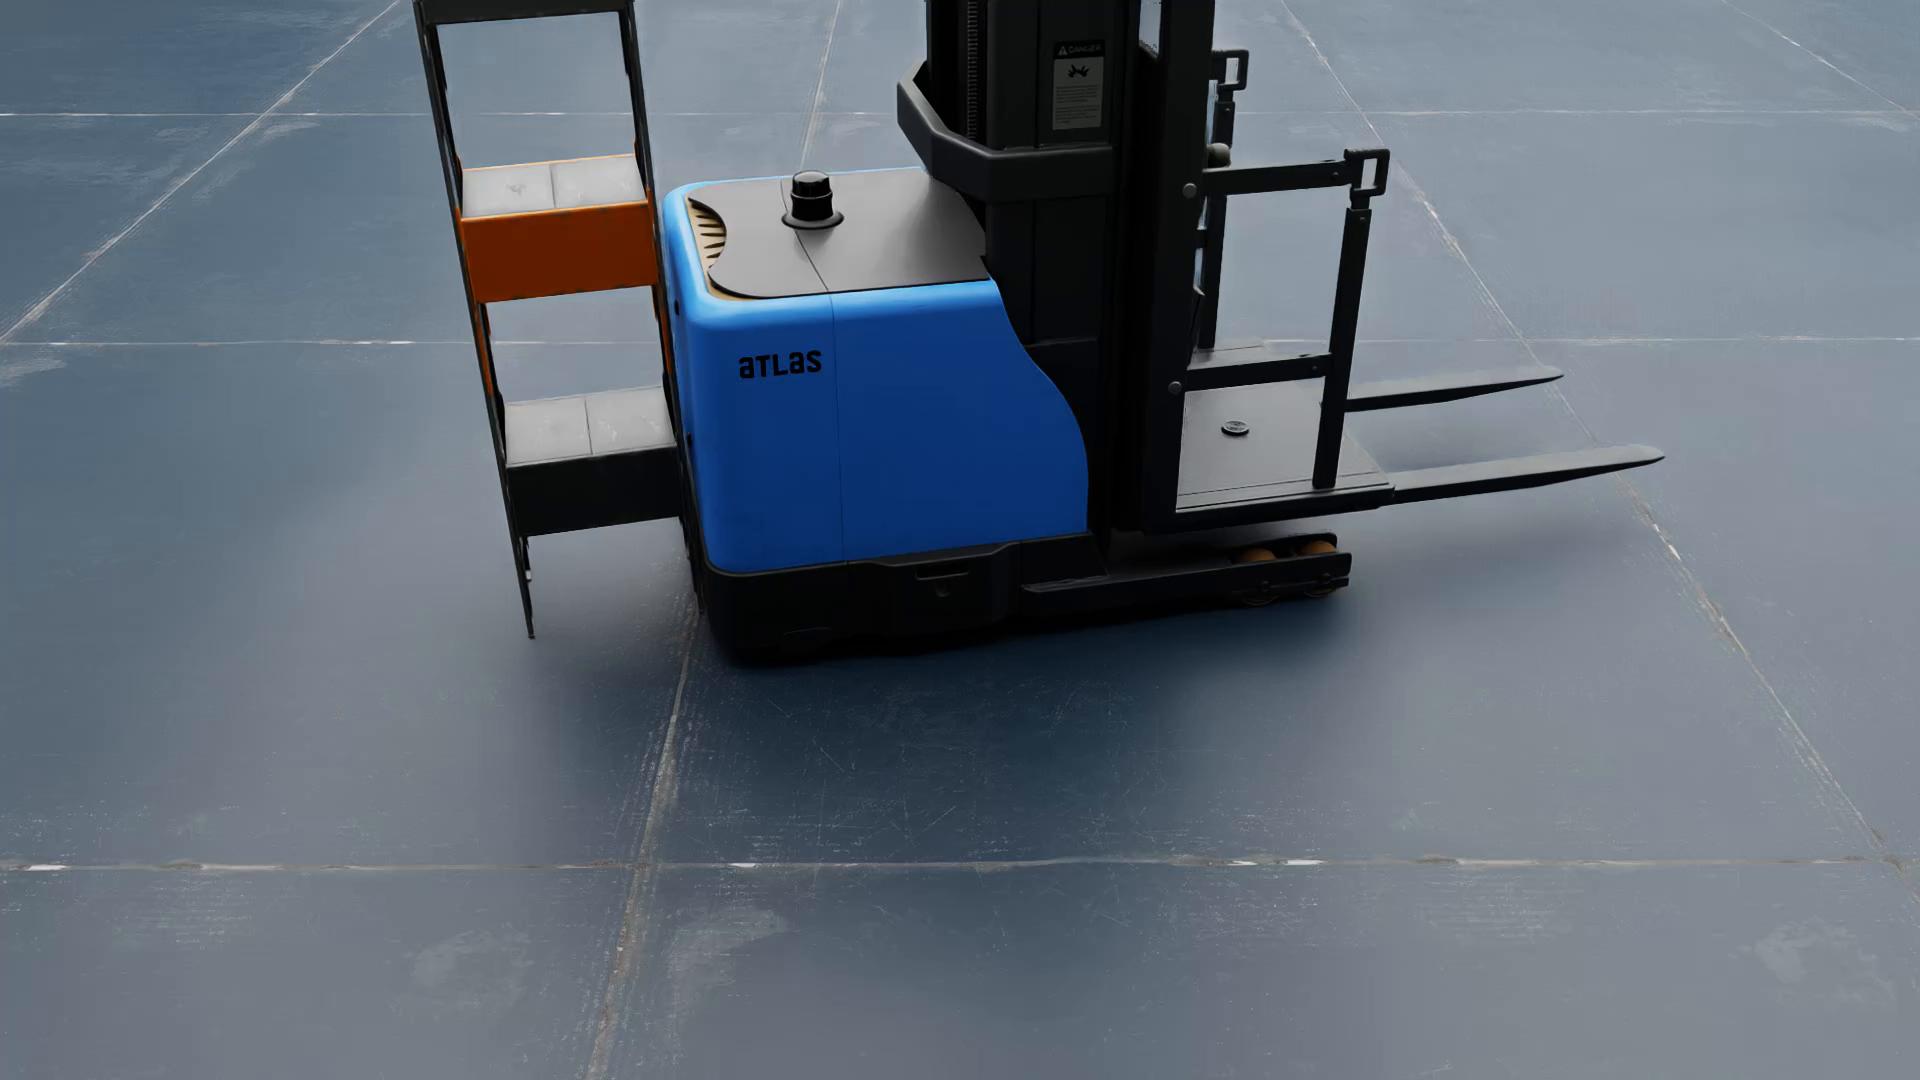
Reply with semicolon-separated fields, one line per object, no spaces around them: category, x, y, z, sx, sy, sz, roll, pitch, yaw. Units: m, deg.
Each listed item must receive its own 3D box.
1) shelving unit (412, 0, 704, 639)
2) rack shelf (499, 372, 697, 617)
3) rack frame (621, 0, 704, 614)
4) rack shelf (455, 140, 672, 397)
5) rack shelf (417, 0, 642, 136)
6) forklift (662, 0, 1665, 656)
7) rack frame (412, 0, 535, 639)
shelving unit;-1.060;-0.746;4.447;0.503;2.100;0.431;-8;32;-12
rack shelf;-1.048;-0.138;4.820;0.480;0.518;0.431;-8;32;-12
rack frame;-0.823;-0.780;4.496;0.015;2.100;0.400;-8;32;-12
rack shelf;-1.060;-0.734;4.454;0.480;0.518;0.431;-8;32;-12
rack shelf;-1.071;-1.331;4.089;0.480;0.518;0.431;-8;32;-12
forklift;0.683;-1.320;4.599;3.031;2.935;1.130;-7;32;-11
rack frame;-1.296;-0.712;4.399;0.015;2.100;0.400;-8;32;-12
